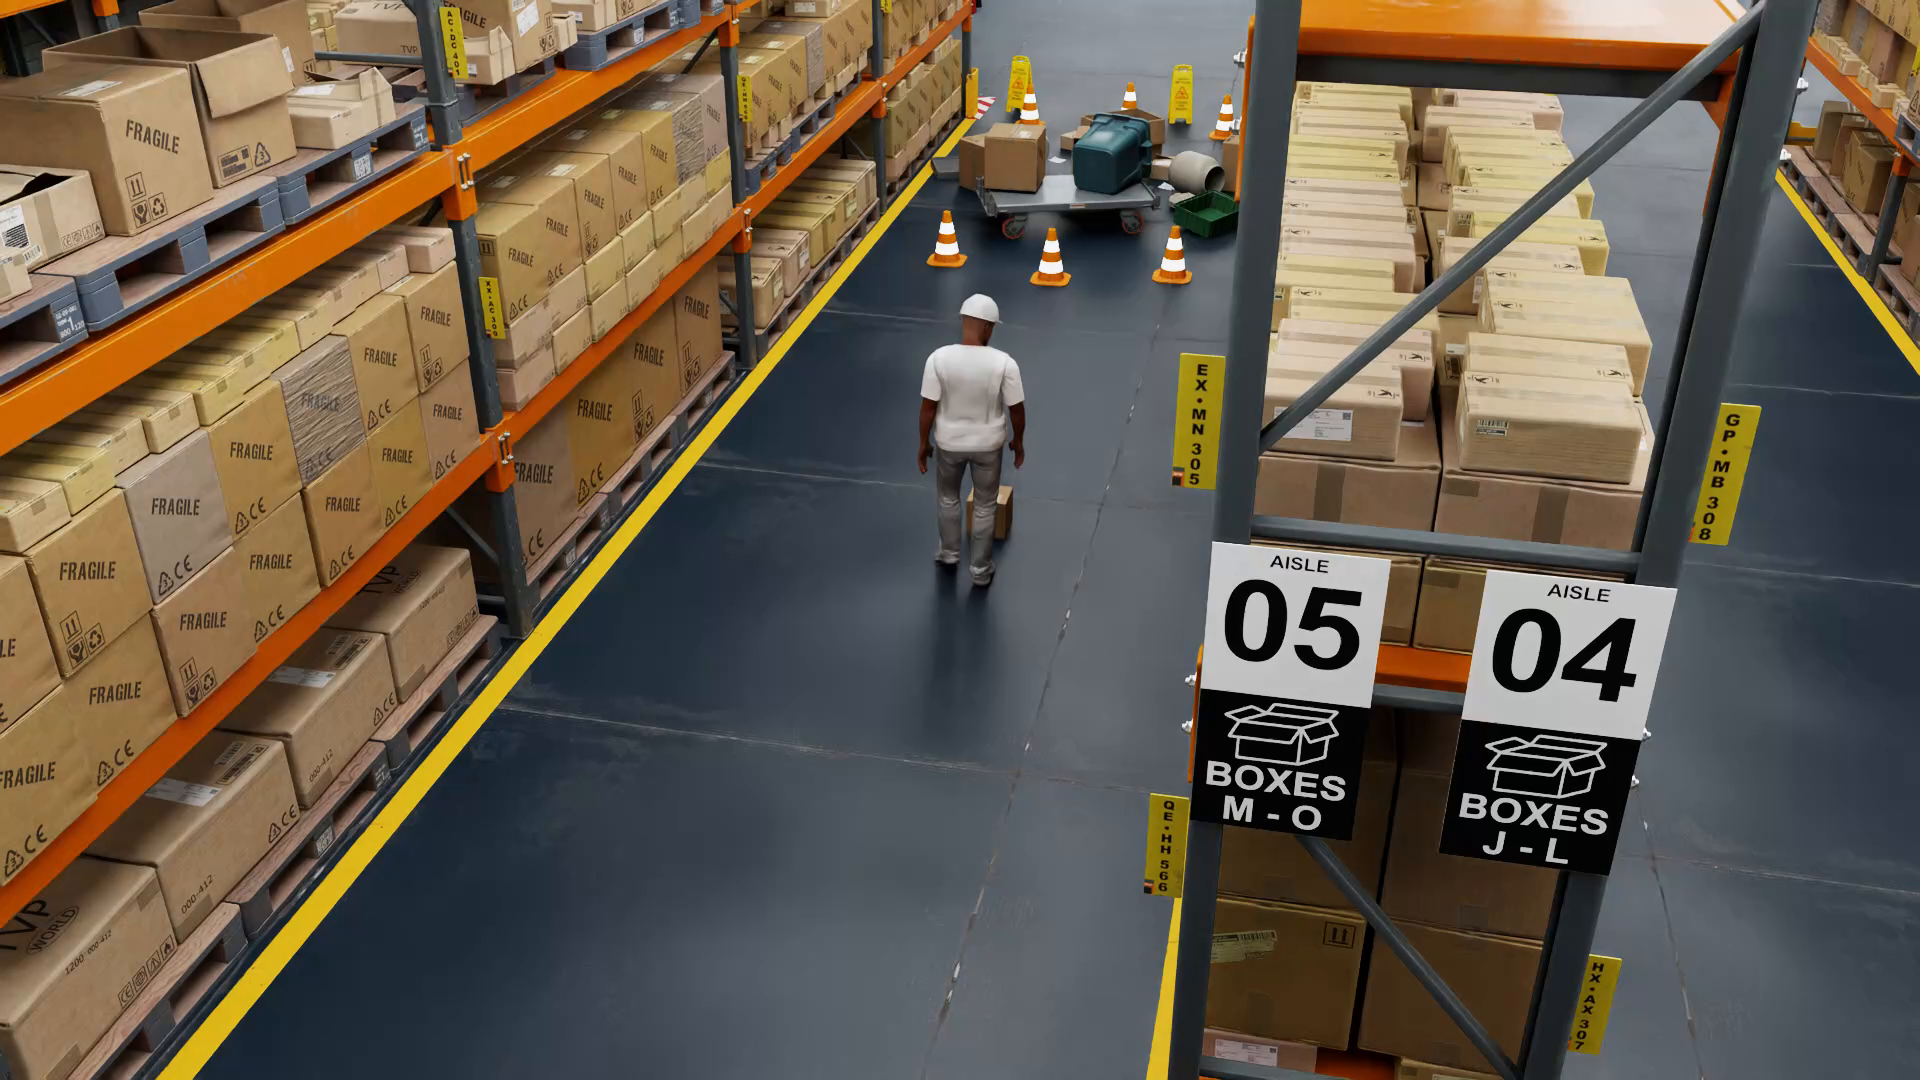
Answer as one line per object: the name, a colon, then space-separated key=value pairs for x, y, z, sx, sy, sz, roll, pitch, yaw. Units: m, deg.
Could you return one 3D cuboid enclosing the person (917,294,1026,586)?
person: x=0.083 y=-0.575 z=9.662 sx=0.602 sy=1.814 sz=0.503 roll=2 pitch=29 yaw=4
